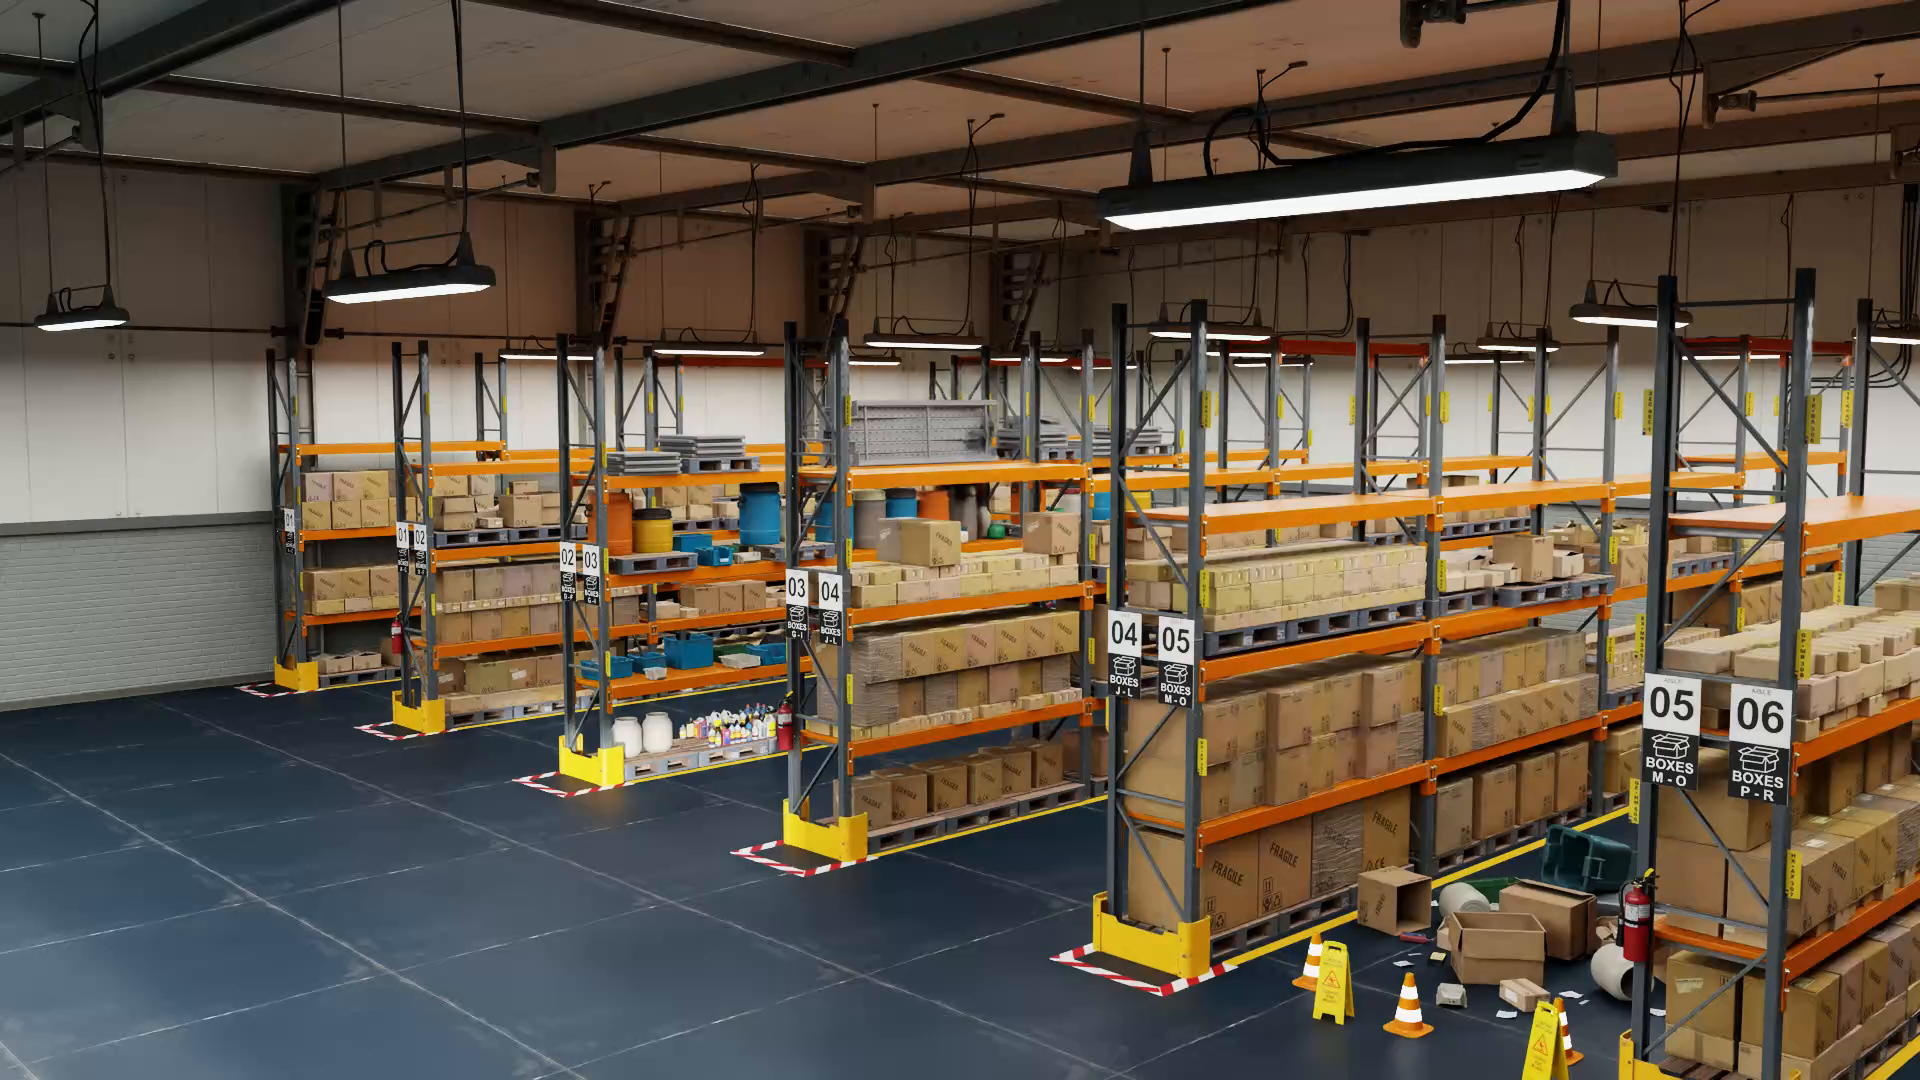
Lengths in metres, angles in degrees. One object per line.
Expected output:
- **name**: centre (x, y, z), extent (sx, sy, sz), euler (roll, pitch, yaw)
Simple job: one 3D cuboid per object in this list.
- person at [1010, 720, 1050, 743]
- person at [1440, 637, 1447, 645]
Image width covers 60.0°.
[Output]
- **person**: centre (0.961, 2.050, 23.186), extent (0.579, 1.764, 0.728), euler (4, 6, 37)
- **person**: centre (7.015, 2.222, 24.456), extent (0.541, 1.629, 0.701), euler (4, 7, 42)
